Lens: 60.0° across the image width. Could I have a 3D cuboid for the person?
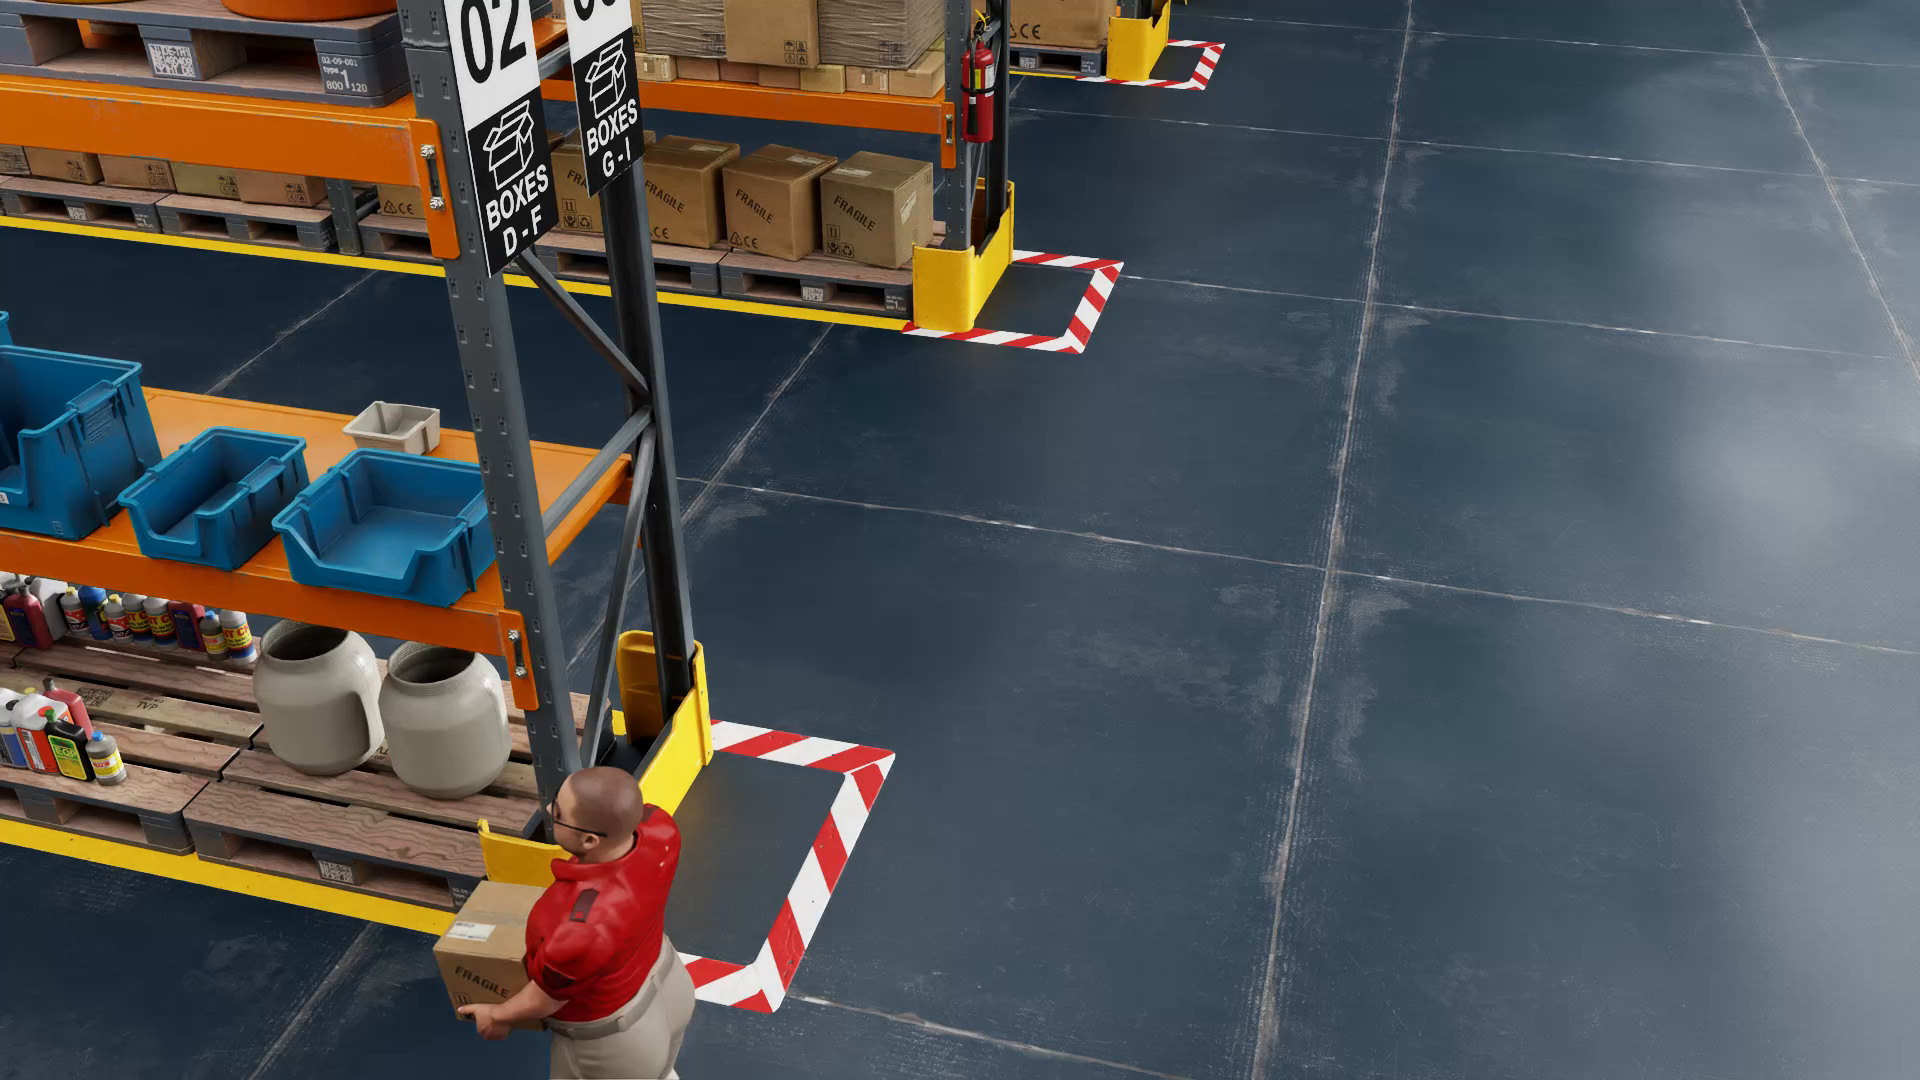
[{"bbox_3d":[-0.974,1.220,4.256,0.536,1.713,0.494,8,34,12],"label":"person"}]
